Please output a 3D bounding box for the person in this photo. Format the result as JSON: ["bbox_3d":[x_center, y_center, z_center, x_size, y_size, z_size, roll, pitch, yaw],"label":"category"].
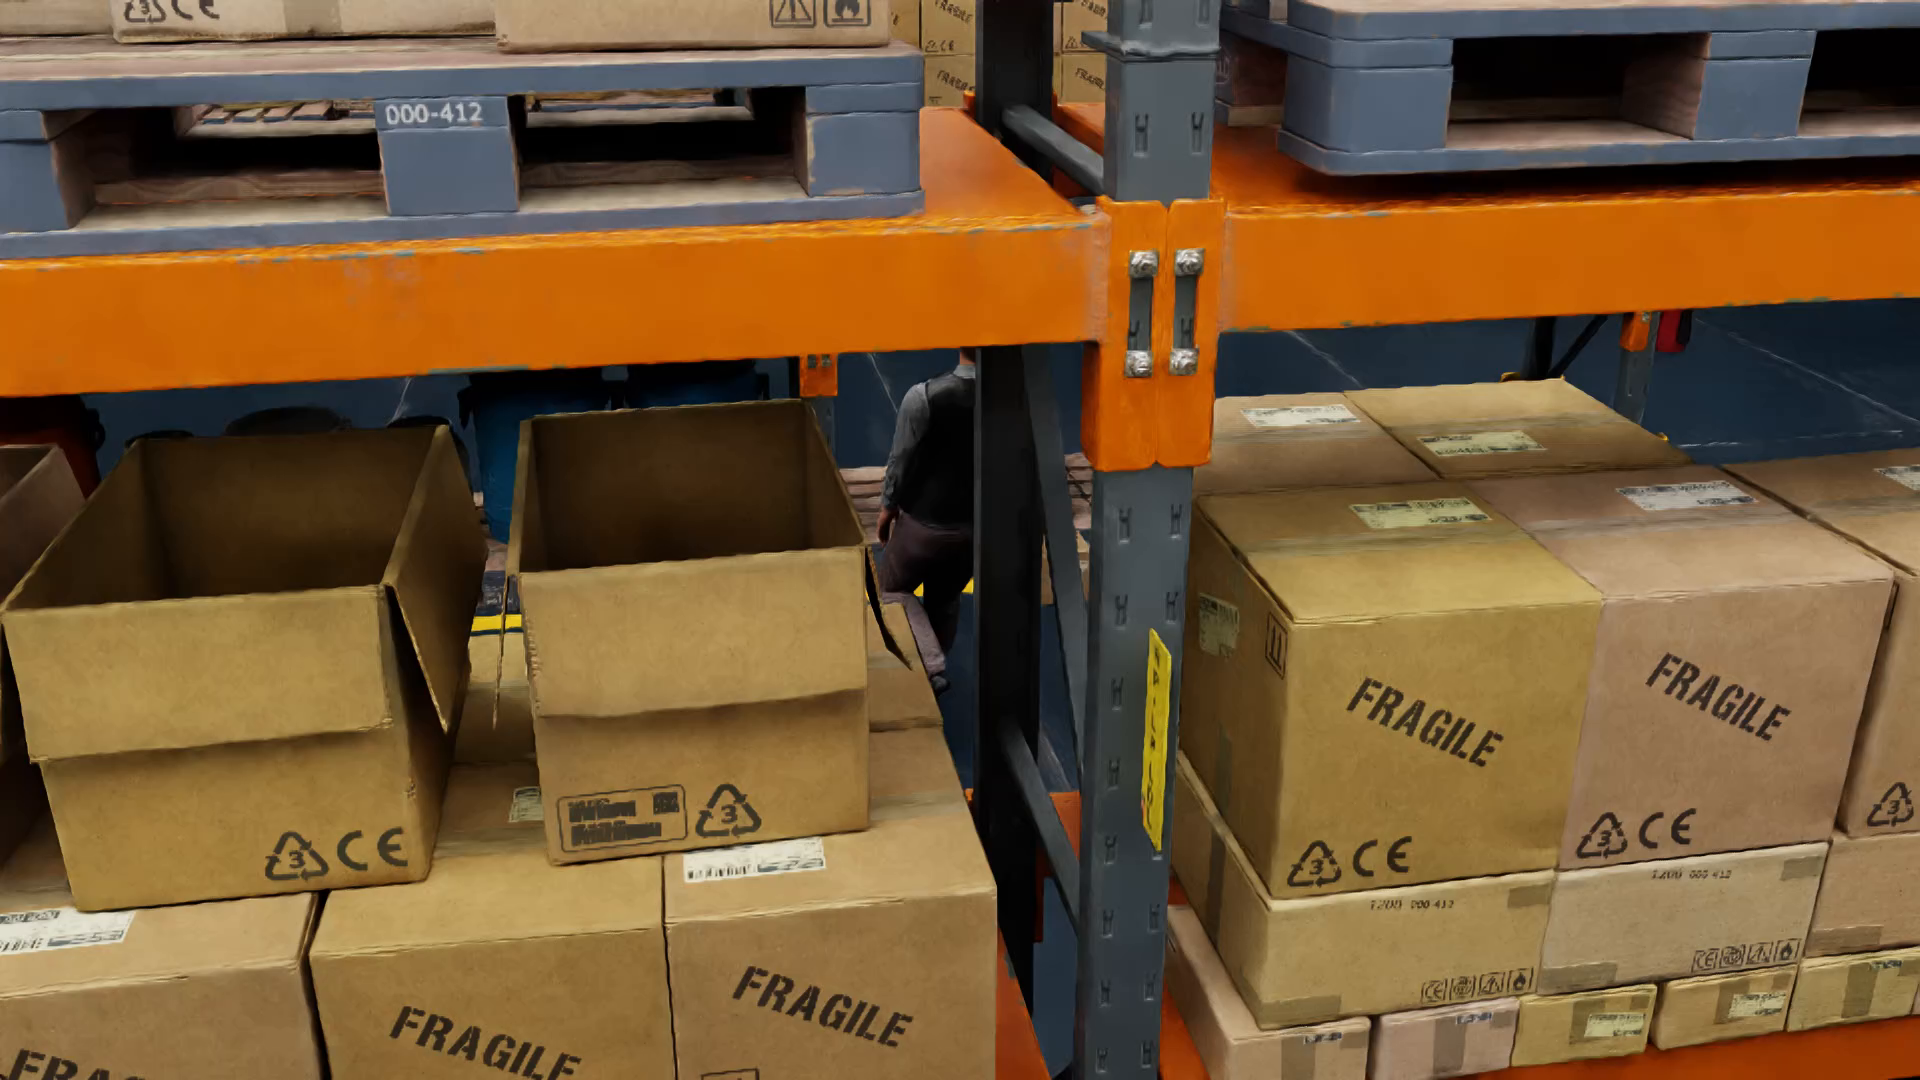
[{"bbox_3d":[-0.023,-0.102,6.416,0.583,1.687,0.565,-7,24,-16],"label":"person"}]
